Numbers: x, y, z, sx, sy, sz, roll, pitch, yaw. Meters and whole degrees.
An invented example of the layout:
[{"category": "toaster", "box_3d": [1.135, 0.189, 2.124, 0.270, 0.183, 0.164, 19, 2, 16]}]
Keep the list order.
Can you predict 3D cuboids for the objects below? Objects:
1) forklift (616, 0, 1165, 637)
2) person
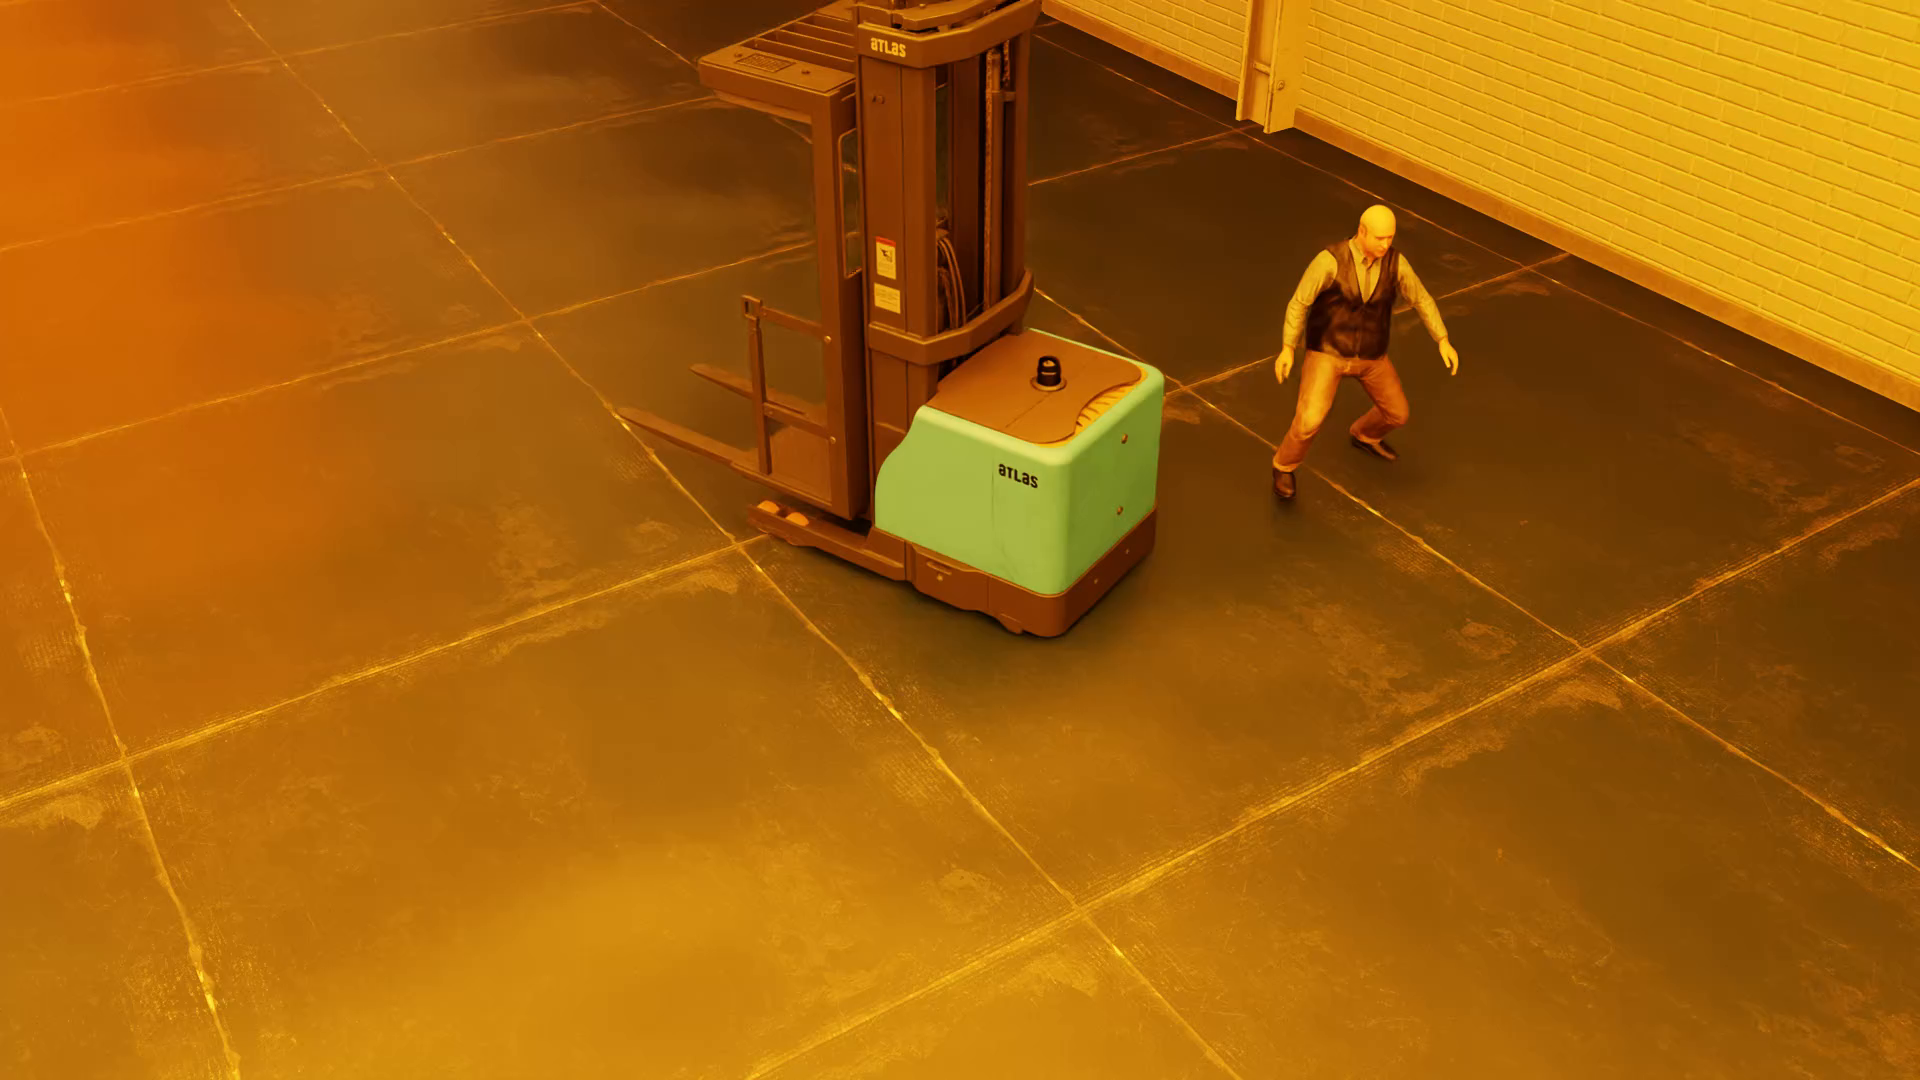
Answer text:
[{"category": "forklift", "box_3d": [-0.500, -1.399, 8.138, 3.031, 2.935, 1.130, 22, 41, 28]}, {"category": "person", "box_3d": [2.108, -0.998, 8.767, 0.939, 1.589, 0.692, -4, 35, -6]}]
